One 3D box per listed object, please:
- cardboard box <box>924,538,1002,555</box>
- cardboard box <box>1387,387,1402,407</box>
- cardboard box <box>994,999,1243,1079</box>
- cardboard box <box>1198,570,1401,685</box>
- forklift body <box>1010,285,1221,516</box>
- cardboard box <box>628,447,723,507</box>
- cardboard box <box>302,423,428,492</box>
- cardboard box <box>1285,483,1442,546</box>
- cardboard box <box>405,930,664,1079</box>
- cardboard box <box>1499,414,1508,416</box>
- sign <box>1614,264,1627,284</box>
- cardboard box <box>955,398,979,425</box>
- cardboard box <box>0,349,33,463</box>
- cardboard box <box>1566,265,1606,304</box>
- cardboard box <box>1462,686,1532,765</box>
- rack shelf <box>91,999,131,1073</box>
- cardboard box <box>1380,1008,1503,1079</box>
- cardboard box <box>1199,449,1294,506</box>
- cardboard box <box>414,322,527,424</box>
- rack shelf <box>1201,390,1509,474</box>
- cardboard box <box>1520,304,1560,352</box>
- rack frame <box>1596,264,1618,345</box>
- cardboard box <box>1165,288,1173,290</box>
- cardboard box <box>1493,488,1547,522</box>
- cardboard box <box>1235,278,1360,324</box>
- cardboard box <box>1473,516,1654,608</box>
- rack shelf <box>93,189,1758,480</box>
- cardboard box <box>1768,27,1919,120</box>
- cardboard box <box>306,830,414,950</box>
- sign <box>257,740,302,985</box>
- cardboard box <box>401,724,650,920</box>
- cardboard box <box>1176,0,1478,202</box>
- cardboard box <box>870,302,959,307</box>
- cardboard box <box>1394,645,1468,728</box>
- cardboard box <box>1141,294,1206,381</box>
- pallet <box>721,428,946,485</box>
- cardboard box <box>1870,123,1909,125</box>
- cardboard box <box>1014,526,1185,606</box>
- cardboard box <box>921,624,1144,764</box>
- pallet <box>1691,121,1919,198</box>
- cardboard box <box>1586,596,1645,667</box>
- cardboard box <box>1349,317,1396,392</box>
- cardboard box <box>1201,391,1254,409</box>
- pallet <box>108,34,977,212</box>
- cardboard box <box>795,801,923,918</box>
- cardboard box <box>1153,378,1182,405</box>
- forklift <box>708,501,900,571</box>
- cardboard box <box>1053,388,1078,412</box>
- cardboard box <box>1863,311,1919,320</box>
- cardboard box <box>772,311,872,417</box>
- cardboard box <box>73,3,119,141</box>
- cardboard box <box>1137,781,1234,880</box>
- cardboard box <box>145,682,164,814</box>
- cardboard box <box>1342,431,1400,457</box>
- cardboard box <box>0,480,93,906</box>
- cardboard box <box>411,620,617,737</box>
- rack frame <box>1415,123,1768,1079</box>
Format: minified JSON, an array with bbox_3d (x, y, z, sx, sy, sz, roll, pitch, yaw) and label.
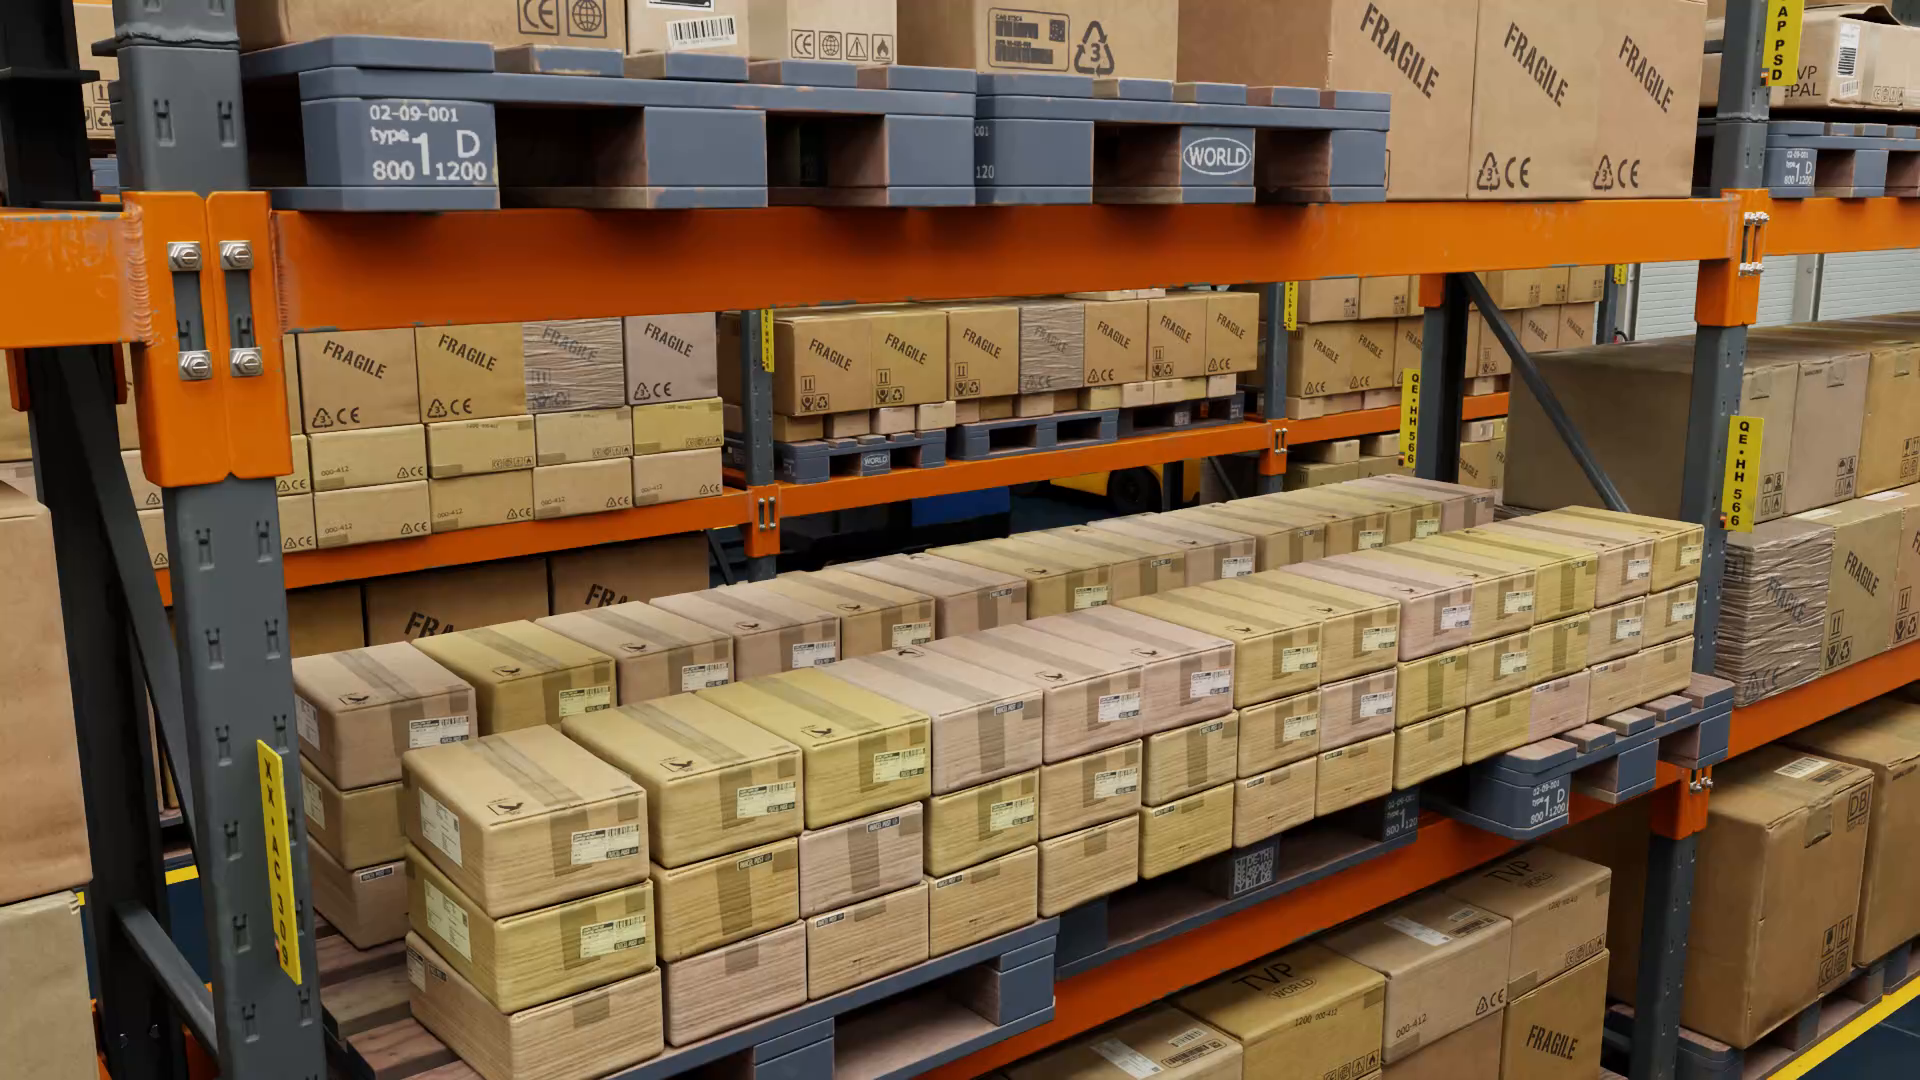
[{"bbox_3d":[0.295,0.279,10.407,0.625,0.372,0.950,-9,15,-36],"label":"cardboard box"},{"bbox_3d":[3.007,-1.066,12.033,0.250,0.149,0.380,-10,15,-38],"label":"cardboard box"},{"bbox_3d":[0.286,1.237,3.784,0.500,0.250,0.500,-9,15,-36],"label":"cardboard box"},{"bbox_3d":[0.744,0.187,3.688,0.250,0.149,0.380,-9,15,-35],"label":"cardboard box"},{"bbox_3d":[1.483,-1.420,15.138,1.214,2.155,2.313,-9,15,-38],"label":"forklift body"},{"bbox_3d":[-1.552,-0.353,8.433,0.500,0.250,0.500,-10,16,-40],"label":"cardboard box"},{"bbox_3d":[-2.729,-0.397,7.436,0.500,0.250,0.500,-10,16,-39],"label":"cardboard box"},{"bbox_3d":[1.162,-0.054,4.825,0.250,0.149,0.380,-10,16,-39],"label":"cardboard box"},{"bbox_3d":[-0.677,0.715,2.633,0.250,0.149,0.380,-10,16,-40],"label":"cardboard box"},{"bbox_3d":[4.220,-0.912,12.945,0.250,0.149,0.380,-9,15,-36],"label":"cardboard box"},{"bbox_3d":[5.258,-2.201,13.224,0.005,0.325,0.100,-9,15,-38],"label":"sign"},{"bbox_3d":[-0.098,-0.765,9.602,0.250,0.149,0.380,-8,15,-34],"label":"cardboard box"},{"bbox_3d":[-3.920,-0.564,6.415,0.500,0.500,0.500,-9,15,-37],"label":"cardboard box"},{"bbox_3d":[4.665,-2.154,13.189,0.500,0.500,0.700,-10,16,-39],"label":"cardboard box"},{"bbox_3d":[1.161,0.408,4.078,0.250,0.149,0.380,-10,15,-38],"label":"cardboard box"},{"bbox_3d":[-2.833,1.386,1.613,4.000,0.370,1.077,-9,15,-38],"label":"rack shelf"},{"bbox_3d":[1.093,1.467,4.505,0.500,0.500,0.500,-9,15,-35],"label":"cardboard box"},{"bbox_3d":[2.098,-0.401,12.099,0.500,0.500,0.500,-10,15,-38],"label":"cardboard box"},{"bbox_3d":[-2.347,-0.832,7.676,0.500,0.500,0.500,-9,15,-38],"label":"cardboard box"},{"bbox_3d":[3.366,-0.961,12.666,4.000,0.370,1.077,-9,15,-38],"label":"rack shelf"},{"bbox_3d":[4.282,-1.588,12.927,0.500,0.500,0.500,-9,15,-38],"label":"cardboard box"},{"bbox_3d":[4.927,-1.573,13.813,0.127,3.000,1.000,-9,15,-38],"label":"rack frame"},{"bbox_3d":[1.216,-1.767,11.199,0.250,0.149,0.380,-10,15,-38],"label":"cardboard box"},{"bbox_3d":[2.036,0.104,5.675,0.500,0.500,0.500,-9,15,-38],"label":"cardboard box"},{"bbox_3d":[2.283,-1.759,11.327,0.500,0.500,0.700,-10,15,-38],"label":"cardboard box"},{"bbox_3d":[1.558,0.052,4.324,0.250,0.149,0.380,-10,15,-38],"label":"cardboard box"},{"bbox_3d":[0.290,-0.601,3.746,4.000,0.370,1.077,-9,15,-38],"label":"rack shelf"},{"bbox_3d":[2.946,-1.516,5.436,0.500,0.250,0.500,-9,15,-36],"label":"cardboard box"},{"bbox_3d":[-1.085,0.608,3.137,0.250,0.149,0.380,-10,15,-39],"label":"cardboard box"},{"bbox_3d":[-0.927,0.438,2.261,0.005,0.325,0.100,-9,15,-38],"label":"sign"},{"bbox_3d":[-0.677,0.424,2.571,0.250,0.149,0.380,-8,15,-35],"label":"cardboard box"},{"bbox_3d":[0.789,-1.014,3.722,0.500,0.500,0.500,-9,15,-38],"label":"cardboard box"},{"bbox_3d":[-0.348,-1.173,9.963,0.500,0.500,0.500,-11,16,-41],"label":"cardboard box"},{"bbox_3d":[0.948,0.299,3.877,0.250,0.149,0.380,-10,15,-38],"label":"cardboard box"},{"bbox_3d":[1.200,-1.292,10.522,0.500,0.500,0.500,-9,15,-37],"label":"cardboard box"},{"bbox_3d":[-0.830,-0.550,9.461,1.003,0.211,1.213,-9,15,-38],"label":"pallet"},{"bbox_3d":[3.382,-1.711,6.316,0.258,0.266,0.396,-9,15,-38],"label":"cardboard box"},{"bbox_3d":[0.345,0.081,4.187,0.250,0.149,0.380,-9,15,-36],"label":"cardboard box"},{"bbox_3d":[0.135,0.289,3.208,0.250,0.149,0.380,-10,15,-38],"label":"cardboard box"},{"bbox_3d":[2.321,-1.212,5.347,1.003,0.211,1.213,-9,15,-35],"label":"pallet"},{"bbox_3d":[1.543,0.200,4.343,0.250,0.149,0.380,-9,15,-36],"label":"cardboard box"},{"bbox_3d":[2.699,-1.329,11.708,0.500,0.500,0.500,-10,15,-38],"label":"cardboard box"},{"bbox_3d":[1.864,-1.022,11.824,0.250,0.149,0.380,-10,15,-38],"label":"cardboard box"},{"bbox_3d":[-0.723,-0.664,2.765,1.003,0.211,1.213,-9,15,-38],"label":"pallet"},{"bbox_3d":[-0.274,0.502,2.920,0.250,0.149,0.380,-9,15,-36],"label":"cardboard box"},{"bbox_3d":[1.179,-0.954,10.493,0.250,0.149,0.380,-10,15,-39],"label":"cardboard box"},{"bbox_3d":[-1.036,-1.249,12.455,3.031,2.935,1.121,-10,16,-40],"label":"forklift"},{"bbox_3d":[0.499,-0.877,10.131,0.250,0.149,0.380,-10,16,-40],"label":"cardboard box"},{"bbox_3d":[4.191,-0.669,6.911,0.500,0.500,0.700,-10,15,-39],"label":"cardboard box"},{"bbox_3d":[-0.824,-0.955,8.938,0.500,0.500,0.500,-10,16,-39],"label":"cardboard box"},{"bbox_3d":[-3.574,-1.804,6.431,0.500,0.500,0.500,-10,15,-39],"label":"cardboard box"},{"bbox_3d":[0.340,0.545,3.435,0.250,0.149,0.380,-10,15,-39],"label":"cardboard box"},{"bbox_3d":[-4.009,0.725,7.097,0.875,0.875,0.875,-9,15,-36],"label":"cardboard box"},{"bbox_3d":[2.969,-0.704,11.966,0.250,0.149,0.380,-9,15,-35],"label":"cardboard box"},{"bbox_3d":[-1.470,0.196,2.122,0.500,0.500,0.500,-10,16,-40],"label":"cardboard box"},{"bbox_3d":[-0.871,0.282,3.241,0.250,0.149,0.380,-10,16,-39],"label":"cardboard box"},{"bbox_3d":[1.852,0.255,5.205,0.127,3.000,1.000,-9,15,-38],"label":"rack frame"}]
